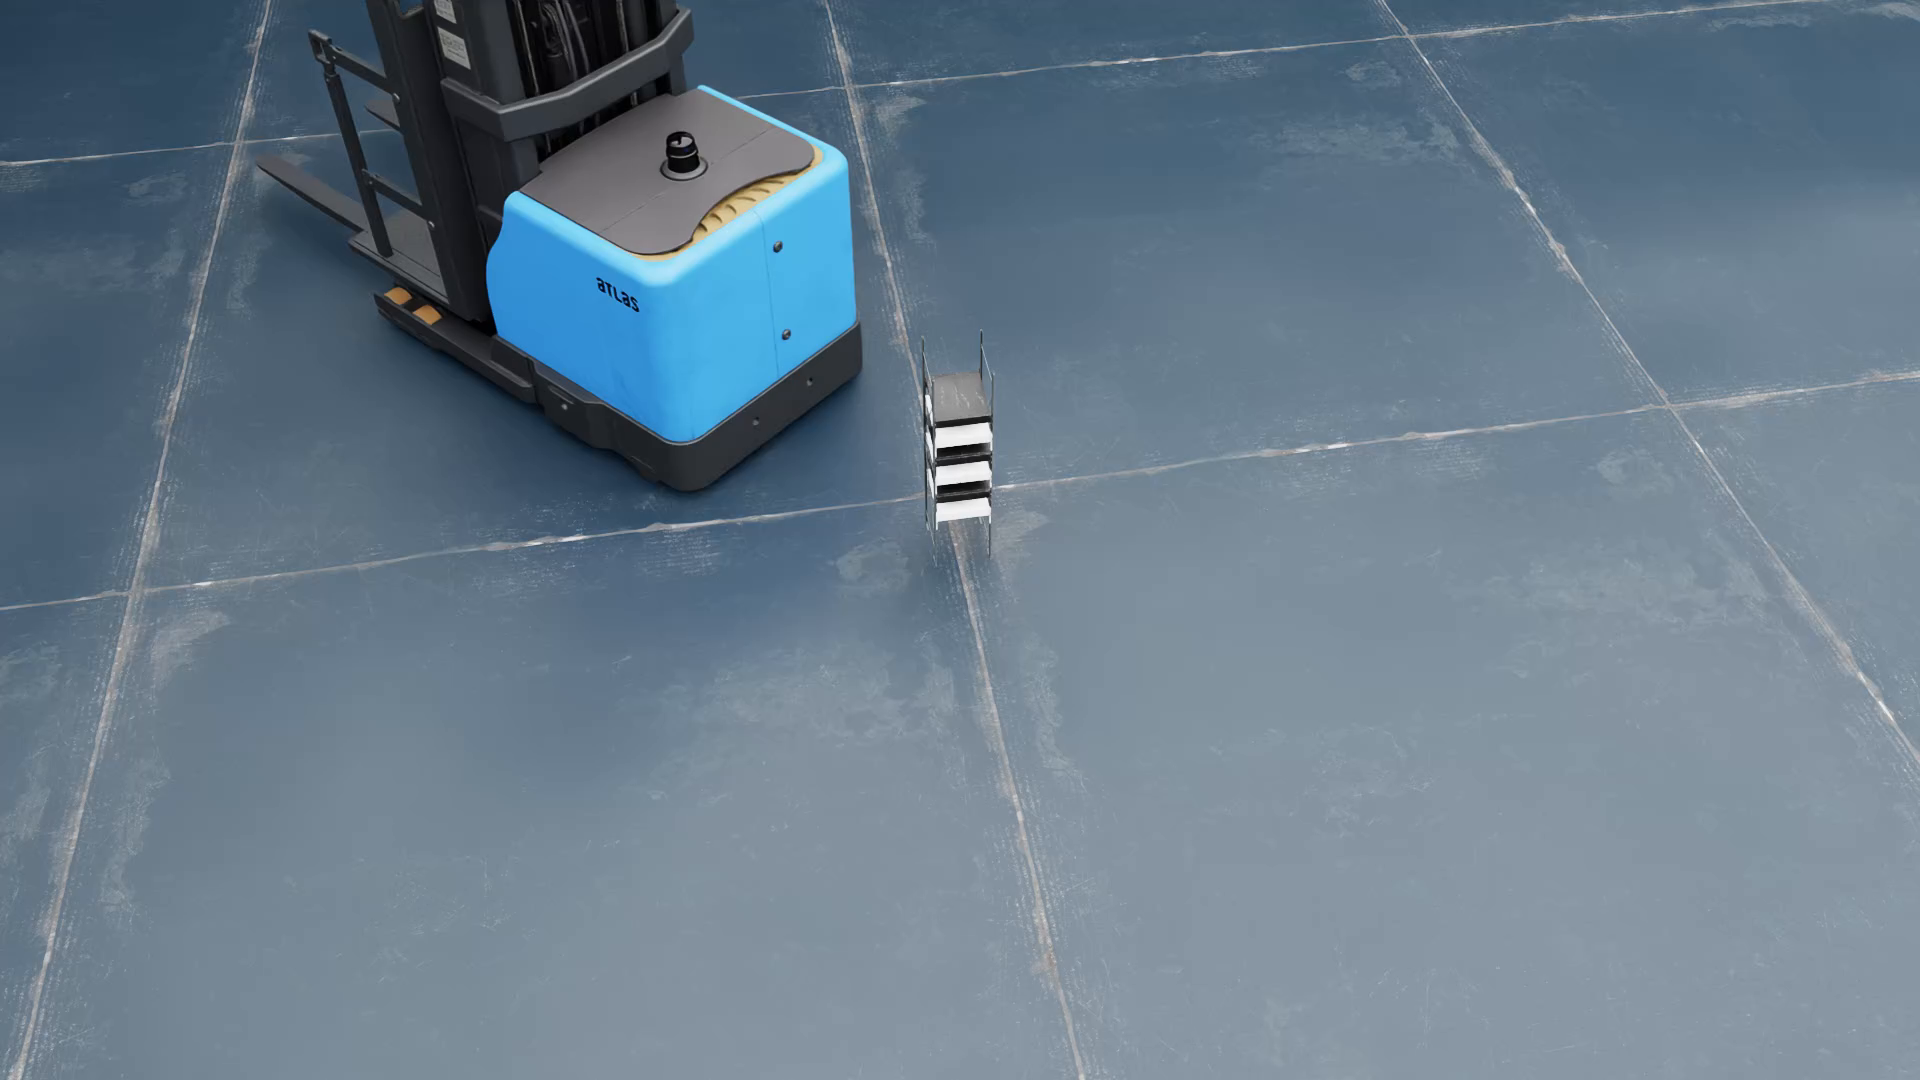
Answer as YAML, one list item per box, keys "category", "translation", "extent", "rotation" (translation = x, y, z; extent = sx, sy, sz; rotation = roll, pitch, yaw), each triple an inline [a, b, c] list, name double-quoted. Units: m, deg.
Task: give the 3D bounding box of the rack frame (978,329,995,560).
- category: "rack frame"
  translation: [0.092, -0.324, 5.937]
  extent: [0.006, 0.900, 0.240]
  rotation: [-7, 46, -7]

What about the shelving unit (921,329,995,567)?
- category: "shelving unit"
  translation: [-0.008, -0.311, 5.925]
  extent: [0.210, 0.900, 0.258]
  rotation: [-7, 46, -7]

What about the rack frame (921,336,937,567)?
- category: "rack frame"
  translation: [-0.108, -0.299, 5.913]
  extent: [0.006, 0.900, 0.240]
  rotation: [-7, 46, -7]

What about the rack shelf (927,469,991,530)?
- category: "rack shelf"
  translation: [-0.008, -0.163, 6.079]
  extent: [0.200, 0.077, 0.258]
  rotation: [-7, 46, -7]

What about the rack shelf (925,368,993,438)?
- category: "rack shelf"
  translation: [-0.008, -0.475, 5.755]
  extent: [0.200, 0.077, 0.258]
  rotation: [-7, 46, -7]

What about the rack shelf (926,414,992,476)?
- category: "rack shelf"
  translation: [-0.008, -0.351, 5.884]
  extent: [0.200, 0.077, 0.258]
  rotation: [-7, 46, -7]

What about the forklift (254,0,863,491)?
- category: "forklift"
  translation: [-1.860, -2.106, 6.244]
  extent: [3.031, 2.935, 1.130]
  rotation: [31, 53, 26]

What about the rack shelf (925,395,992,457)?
- category: "rack shelf"
  translation: [-0.008, -0.413, 5.819]
  extent: [0.200, 0.077, 0.258]
  rotation: [-7, 46, -7]

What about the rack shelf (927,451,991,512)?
- category: "rack shelf"
  translation: [-0.008, -0.226, 6.014]
  extent: [0.200, 0.077, 0.258]
  rotation: [-7, 46, -7]

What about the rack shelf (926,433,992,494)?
- category: "rack shelf"
  translation: [-0.008, -0.288, 5.949]
  extent: [0.200, 0.077, 0.258]
  rotation: [-7, 46, -7]
